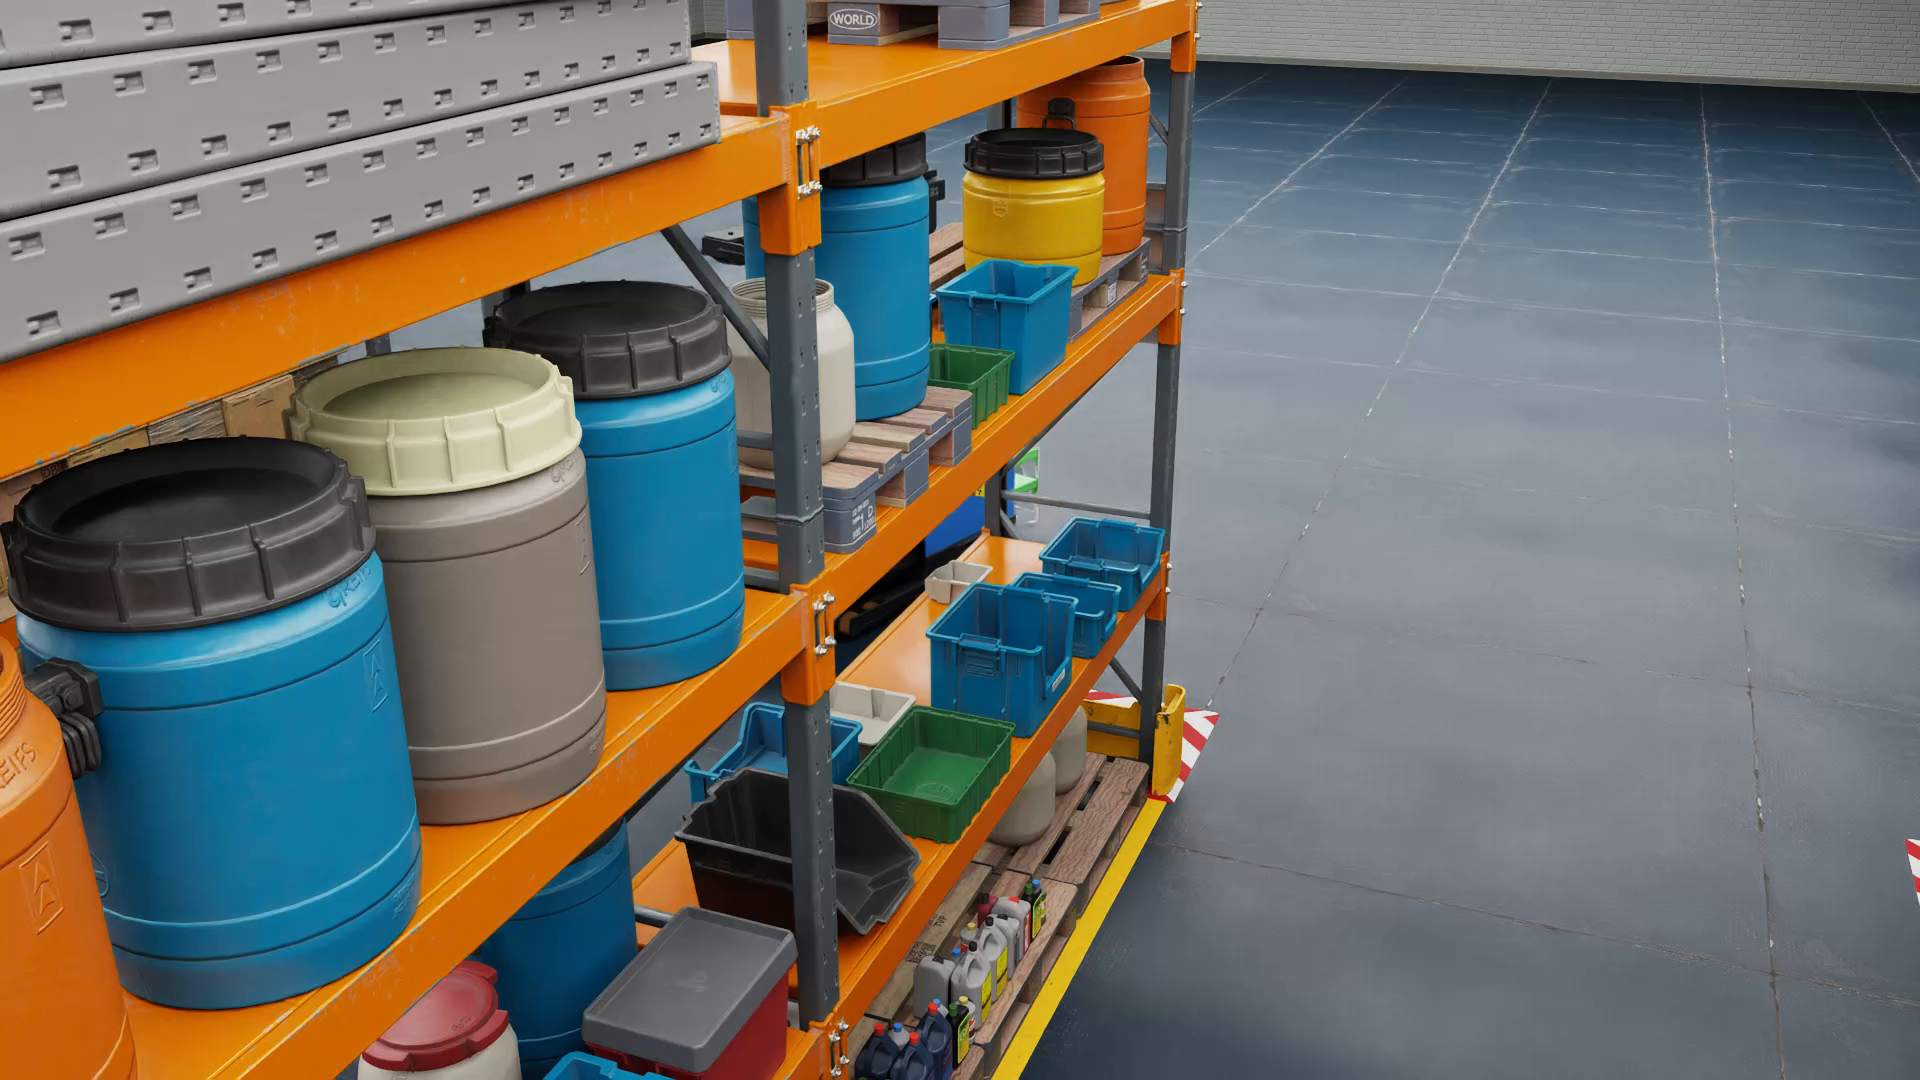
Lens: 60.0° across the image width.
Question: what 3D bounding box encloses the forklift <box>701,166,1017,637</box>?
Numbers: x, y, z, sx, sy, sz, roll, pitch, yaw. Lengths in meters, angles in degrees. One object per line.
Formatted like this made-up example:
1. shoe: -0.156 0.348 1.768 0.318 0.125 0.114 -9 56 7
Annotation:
1. forklift: -0.909 -0.939 10.695 1.130 2.935 3.031 17 28 35

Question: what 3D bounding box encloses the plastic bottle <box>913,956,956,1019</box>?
1. plastic bottle: -0.102 1.846 6.902 0.152 0.276 0.135 9 24 20

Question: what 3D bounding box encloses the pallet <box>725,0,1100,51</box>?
1. pallet: -0.136 -1.980 6.080 1.003 0.211 1.213 9 24 20

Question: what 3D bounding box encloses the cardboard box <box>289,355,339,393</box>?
1. cardboard box: -4.211 -0.878 9.944 0.875 0.500 0.500 9 24 20

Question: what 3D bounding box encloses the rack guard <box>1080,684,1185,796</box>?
1. rack guard: 0.633 1.009 9.185 1.175 0.500 0.348 9 24 20

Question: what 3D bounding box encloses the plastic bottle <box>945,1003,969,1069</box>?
1. plastic bottle: -0.013 1.954 6.635 0.061 0.283 0.133 10 25 22

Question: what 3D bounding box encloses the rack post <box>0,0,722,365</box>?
1. rack post: -1.520 -0.890 2.447 1.013 1.000 3.121 9 24 20

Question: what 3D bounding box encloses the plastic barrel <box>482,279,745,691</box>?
1. plastic barrel: -0.856 -0.149 4.173 0.600 0.901 0.708 9 24 20

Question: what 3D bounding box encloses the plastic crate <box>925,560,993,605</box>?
1. plastic crate: -0.014 0.218 8.179 0.298 0.136 0.250 9 24 20

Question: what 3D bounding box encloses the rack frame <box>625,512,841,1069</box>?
1. rack frame: -0.868 1.253 5.358 1.000 3.000 0.127 9 24 20

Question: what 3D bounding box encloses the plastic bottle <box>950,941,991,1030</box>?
1. plastic bottle: 0.045 1.823 6.859 0.144 0.351 0.185 9 24 20

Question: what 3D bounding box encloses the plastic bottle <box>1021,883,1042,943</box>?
1. plastic bottle: 0.316 1.637 7.393 0.061 0.283 0.133 9 24 21

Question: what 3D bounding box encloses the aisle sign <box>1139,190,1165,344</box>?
1. aisle sign: 0.920 -1.361 8.243 0.394 0.787 0.004 9 24 20

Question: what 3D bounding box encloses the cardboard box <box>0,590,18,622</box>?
1. cardboard box: -4.721 0.271 8.036 0.380 0.149 0.250 9 24 20

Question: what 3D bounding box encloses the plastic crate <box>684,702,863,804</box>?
1. plastic crate: -0.709 0.887 6.428 0.499 0.251 0.616 9 24 20

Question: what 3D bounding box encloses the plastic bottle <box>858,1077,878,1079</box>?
1. plastic bottle: -0.347 2.118 6.242 0.061 0.283 0.133 9 24 20

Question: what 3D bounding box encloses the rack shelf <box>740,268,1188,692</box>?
1. rack shelf: -0.125 -0.515 6.632 1.077 0.370 4.000 9 24 20

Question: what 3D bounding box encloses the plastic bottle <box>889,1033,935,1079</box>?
1. plastic bottle: -0.183 2.043 6.333 0.144 0.351 0.185 9 24 21

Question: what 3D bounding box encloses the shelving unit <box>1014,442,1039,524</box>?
1. shelving unit: 0.336 -0.635 12.213 0.258 1.200 0.503 17 28 35

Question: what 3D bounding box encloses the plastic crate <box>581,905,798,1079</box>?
1. plastic crate: -0.764 1.441 4.826 0.402 0.464 0.583 9 24 20

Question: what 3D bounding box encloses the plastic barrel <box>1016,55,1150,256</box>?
1. plastic barrel: 0.555 -1.762 7.583 0.600 0.830 0.708 9 24 20

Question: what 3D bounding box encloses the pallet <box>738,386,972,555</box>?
1. pallet: -0.691 -0.316 5.468 1.213 0.211 1.003 9 24 20

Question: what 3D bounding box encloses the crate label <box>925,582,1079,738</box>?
1. crate label: 0.185 0.503 7.108 0.502 0.435 0.616 9 24 20

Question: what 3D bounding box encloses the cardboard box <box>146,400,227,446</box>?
1. cardboard box: -4.511 -0.509 9.061 0.875 0.500 0.500 9 24 20

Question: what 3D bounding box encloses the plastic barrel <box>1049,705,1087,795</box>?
1. plastic barrel: 0.444 1.023 8.593 0.421 0.512 0.421 0 23 0

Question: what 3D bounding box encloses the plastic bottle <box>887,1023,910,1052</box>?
1. plastic bottle: -0.241 2.011 6.514 0.097 0.271 0.097 0 23 0

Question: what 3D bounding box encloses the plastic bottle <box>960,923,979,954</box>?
1. plastic bottle: 0.049 1.755 7.217 0.097 0.201 0.097 0 23 0

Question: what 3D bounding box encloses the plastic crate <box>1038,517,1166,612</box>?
1. plastic crate: 0.709 0.112 8.282 0.499 0.251 0.616 9 24 20

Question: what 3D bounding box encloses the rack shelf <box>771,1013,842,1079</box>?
1. rack shelf: -1.611 2.301 3.783 1.077 0.370 4.000 9 24 20

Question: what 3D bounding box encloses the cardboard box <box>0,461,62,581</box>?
1. cardboard box: -4.932 -0.159 8.222 0.875 0.500 0.500 9 24 20

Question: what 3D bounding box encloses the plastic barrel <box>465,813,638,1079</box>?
1. plastic barrel: -1.293 1.117 5.034 0.600 0.901 0.708 9 24 20

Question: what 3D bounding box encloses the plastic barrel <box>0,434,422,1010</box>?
1. plastic barrel: -1.342 0.319 3.052 0.600 0.901 0.708 9 24 20

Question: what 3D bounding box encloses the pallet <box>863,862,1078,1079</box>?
1. pallet: -0.129 1.868 7.505 1.003 0.211 1.213 9 24 20

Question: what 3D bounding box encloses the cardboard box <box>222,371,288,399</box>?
1. cardboard box: -4.136 -1.120 9.227 0.500 0.500 0.500 9 24 20

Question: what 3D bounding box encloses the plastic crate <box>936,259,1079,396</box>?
1. plastic crate: 0.189 -0.829 6.473 0.392 0.384 0.575 9 24 20

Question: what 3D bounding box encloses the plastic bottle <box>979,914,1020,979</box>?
1. plastic bottle: 0.172 1.732 7.176 0.152 0.276 0.135 8 24 19

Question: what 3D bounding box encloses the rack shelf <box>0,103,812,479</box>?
1. rack shelf: -1.611 -0.283 2.704 1.077 0.370 4.000 9 24 20

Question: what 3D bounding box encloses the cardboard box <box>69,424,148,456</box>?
1. cardboard box: -4.518 -0.764 8.374 0.500 0.500 0.500 9 24 20

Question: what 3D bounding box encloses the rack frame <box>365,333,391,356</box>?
1. rack frame: -3.981 -0.887 10.482 1.000 3.000 0.127 9 24 20

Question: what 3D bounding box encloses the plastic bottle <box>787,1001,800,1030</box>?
1. plastic bottle: -0.679 1.979 6.584 0.152 0.276 0.135 9 24 20

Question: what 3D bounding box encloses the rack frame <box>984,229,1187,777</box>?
1. rack frame: 0.617 -0.178 8.785 1.000 3.000 0.127 9 24 20

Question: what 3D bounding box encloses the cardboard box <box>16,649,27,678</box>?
1. cardboard box: -4.918 0.927 8.837 0.500 0.500 0.500 7 24 15

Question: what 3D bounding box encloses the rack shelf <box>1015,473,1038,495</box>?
1. rack shelf: 0.336 -0.354 12.330 0.258 0.148 0.480 17 28 35

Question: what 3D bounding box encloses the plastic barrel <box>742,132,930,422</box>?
1. plastic barrel: -0.399 -0.897 5.418 0.600 0.901 0.708 9 24 20
